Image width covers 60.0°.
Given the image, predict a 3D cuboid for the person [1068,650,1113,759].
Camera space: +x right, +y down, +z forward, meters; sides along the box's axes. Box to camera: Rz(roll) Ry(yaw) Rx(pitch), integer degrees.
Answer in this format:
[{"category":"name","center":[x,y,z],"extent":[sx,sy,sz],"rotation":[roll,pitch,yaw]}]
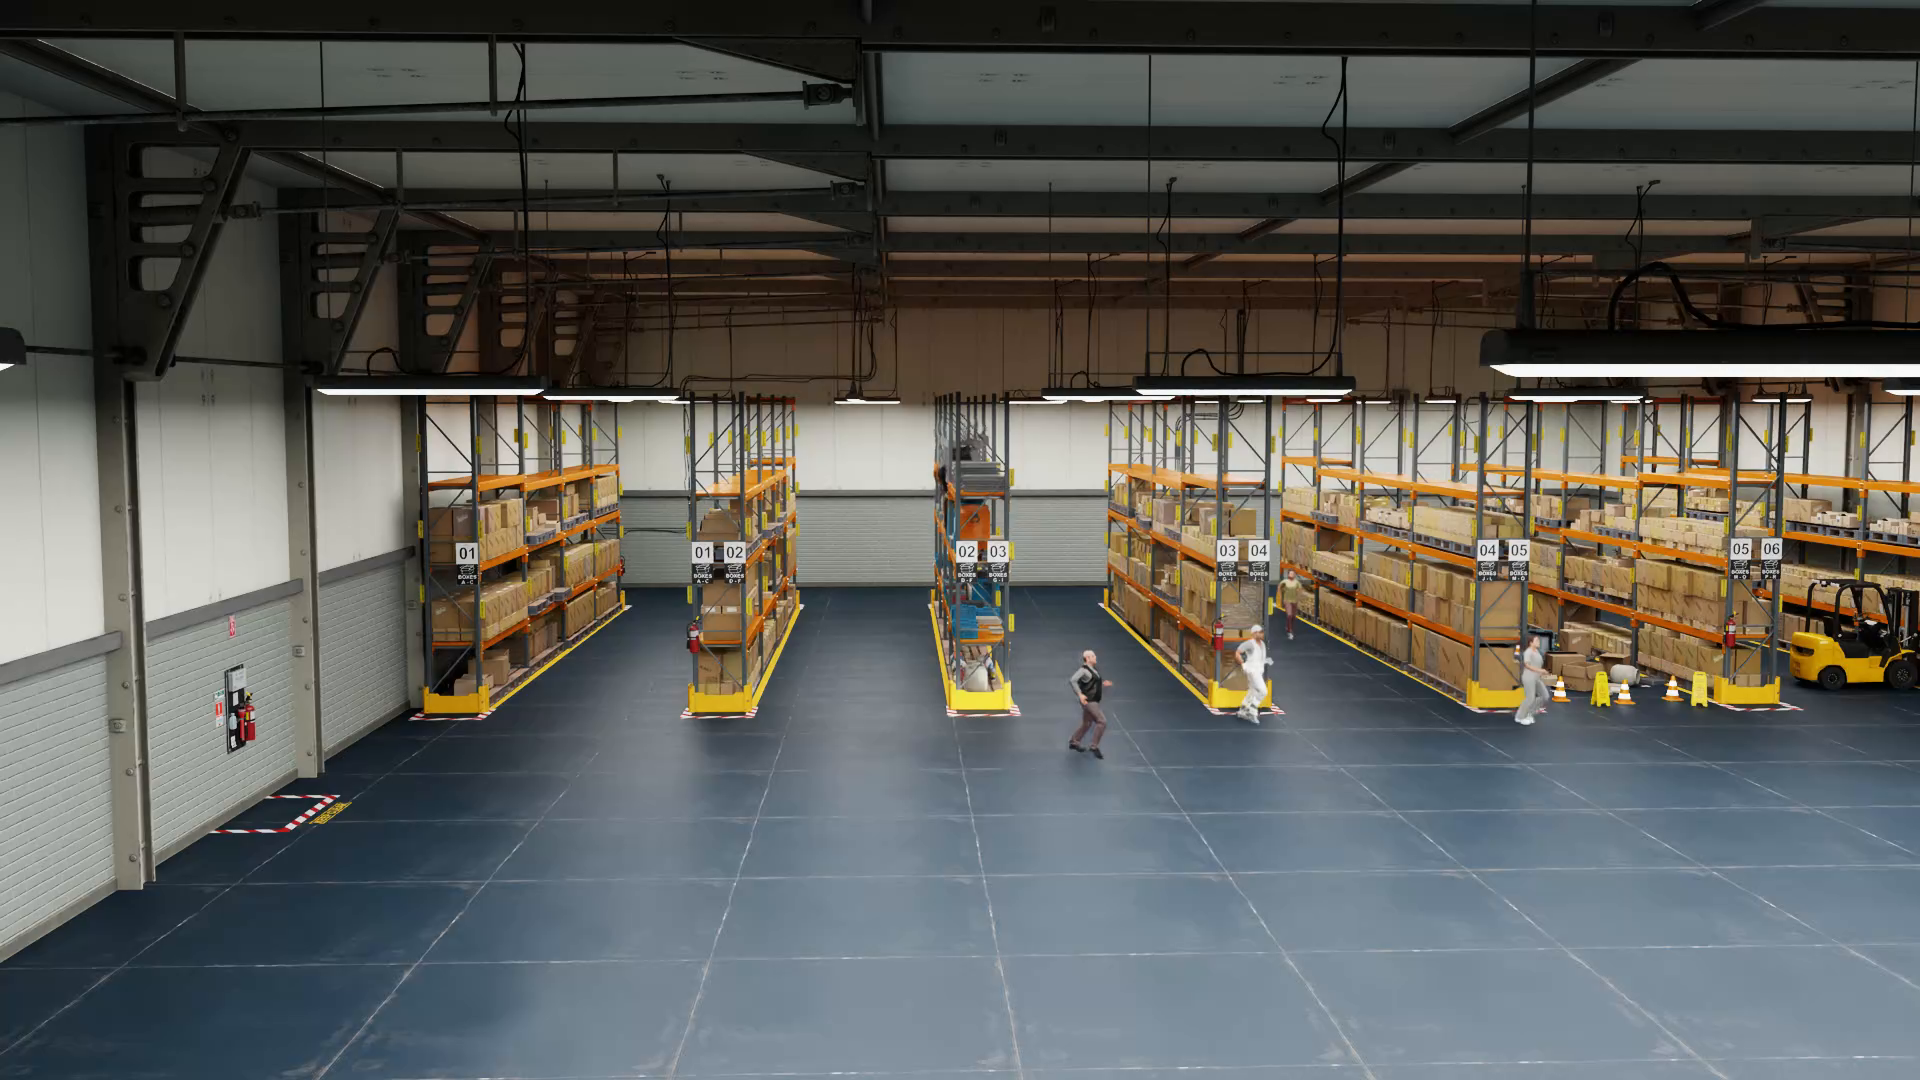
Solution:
[{"category":"person","center":[2.126,2.692,27.192],"extent":[0.752,1.780,0.624],"rotation":[1,5,16]}]

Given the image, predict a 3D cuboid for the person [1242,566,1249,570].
[{"category":"person","center":[8.183,1.008,48.204],"extent":[0.562,1.689,0.717],"rotation":[-3,6,-35]}]

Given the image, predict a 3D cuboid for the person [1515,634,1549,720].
[{"category":"person","center":[10.310,2.466,29.851],"extent":[0.627,1.568,0.584],"rotation":[5,6,45]}]

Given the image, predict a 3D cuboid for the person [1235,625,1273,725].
[{"category":"person","center":[5.334,2.430,30.087],"extent":[0.678,1.805,0.647],"rotation":[4,6,40]}]

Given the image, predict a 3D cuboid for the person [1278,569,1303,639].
[{"category":"person","center":[8.210,1.566,41.259],"extent":[0.557,1.699,0.881],"rotation":[0,5,-6]}]
